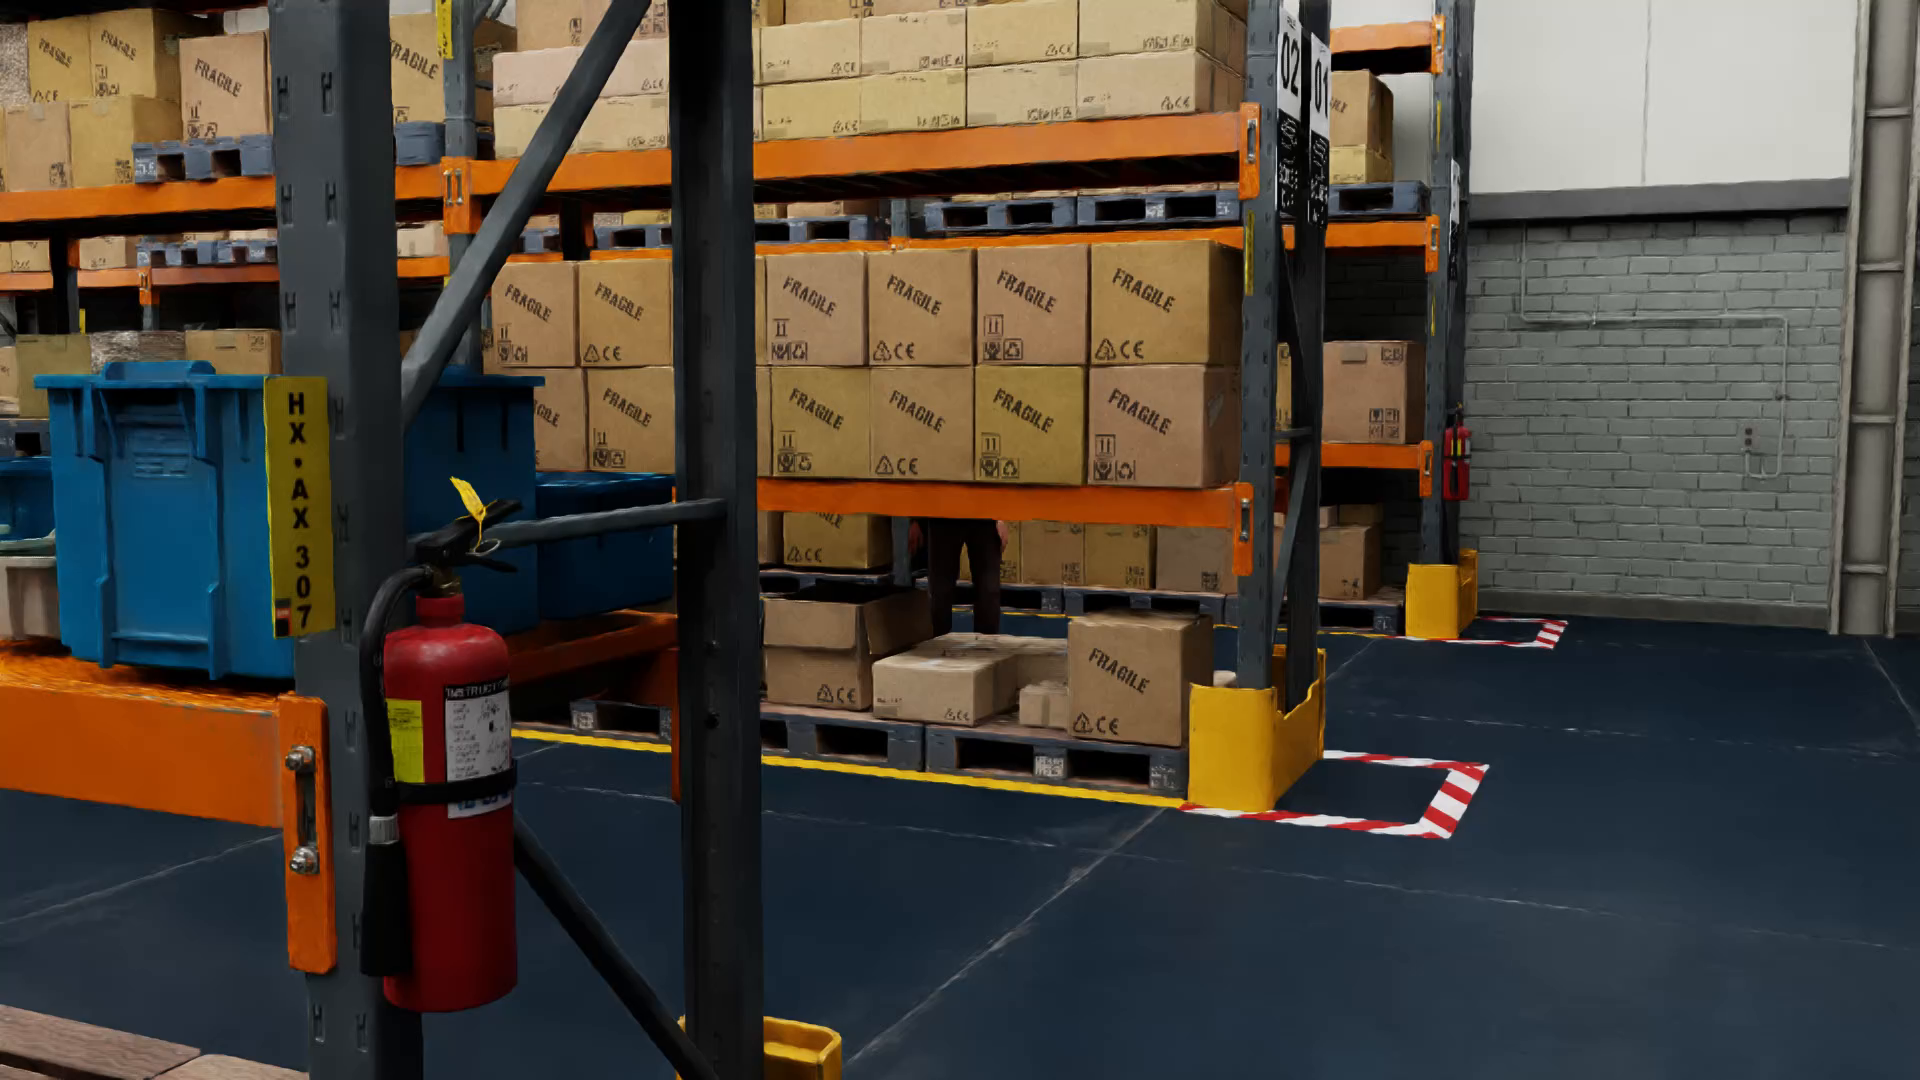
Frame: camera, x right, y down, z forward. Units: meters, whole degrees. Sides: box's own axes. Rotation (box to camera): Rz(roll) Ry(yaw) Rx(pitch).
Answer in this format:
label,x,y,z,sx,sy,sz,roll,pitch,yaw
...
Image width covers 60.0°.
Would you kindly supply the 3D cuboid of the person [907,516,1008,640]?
label,x,y,z,sx,sy,sz,roll,pitch,yaw
person,0.000,-0.057,9.517,0.582,1.730,0.516,-1,6,-10
